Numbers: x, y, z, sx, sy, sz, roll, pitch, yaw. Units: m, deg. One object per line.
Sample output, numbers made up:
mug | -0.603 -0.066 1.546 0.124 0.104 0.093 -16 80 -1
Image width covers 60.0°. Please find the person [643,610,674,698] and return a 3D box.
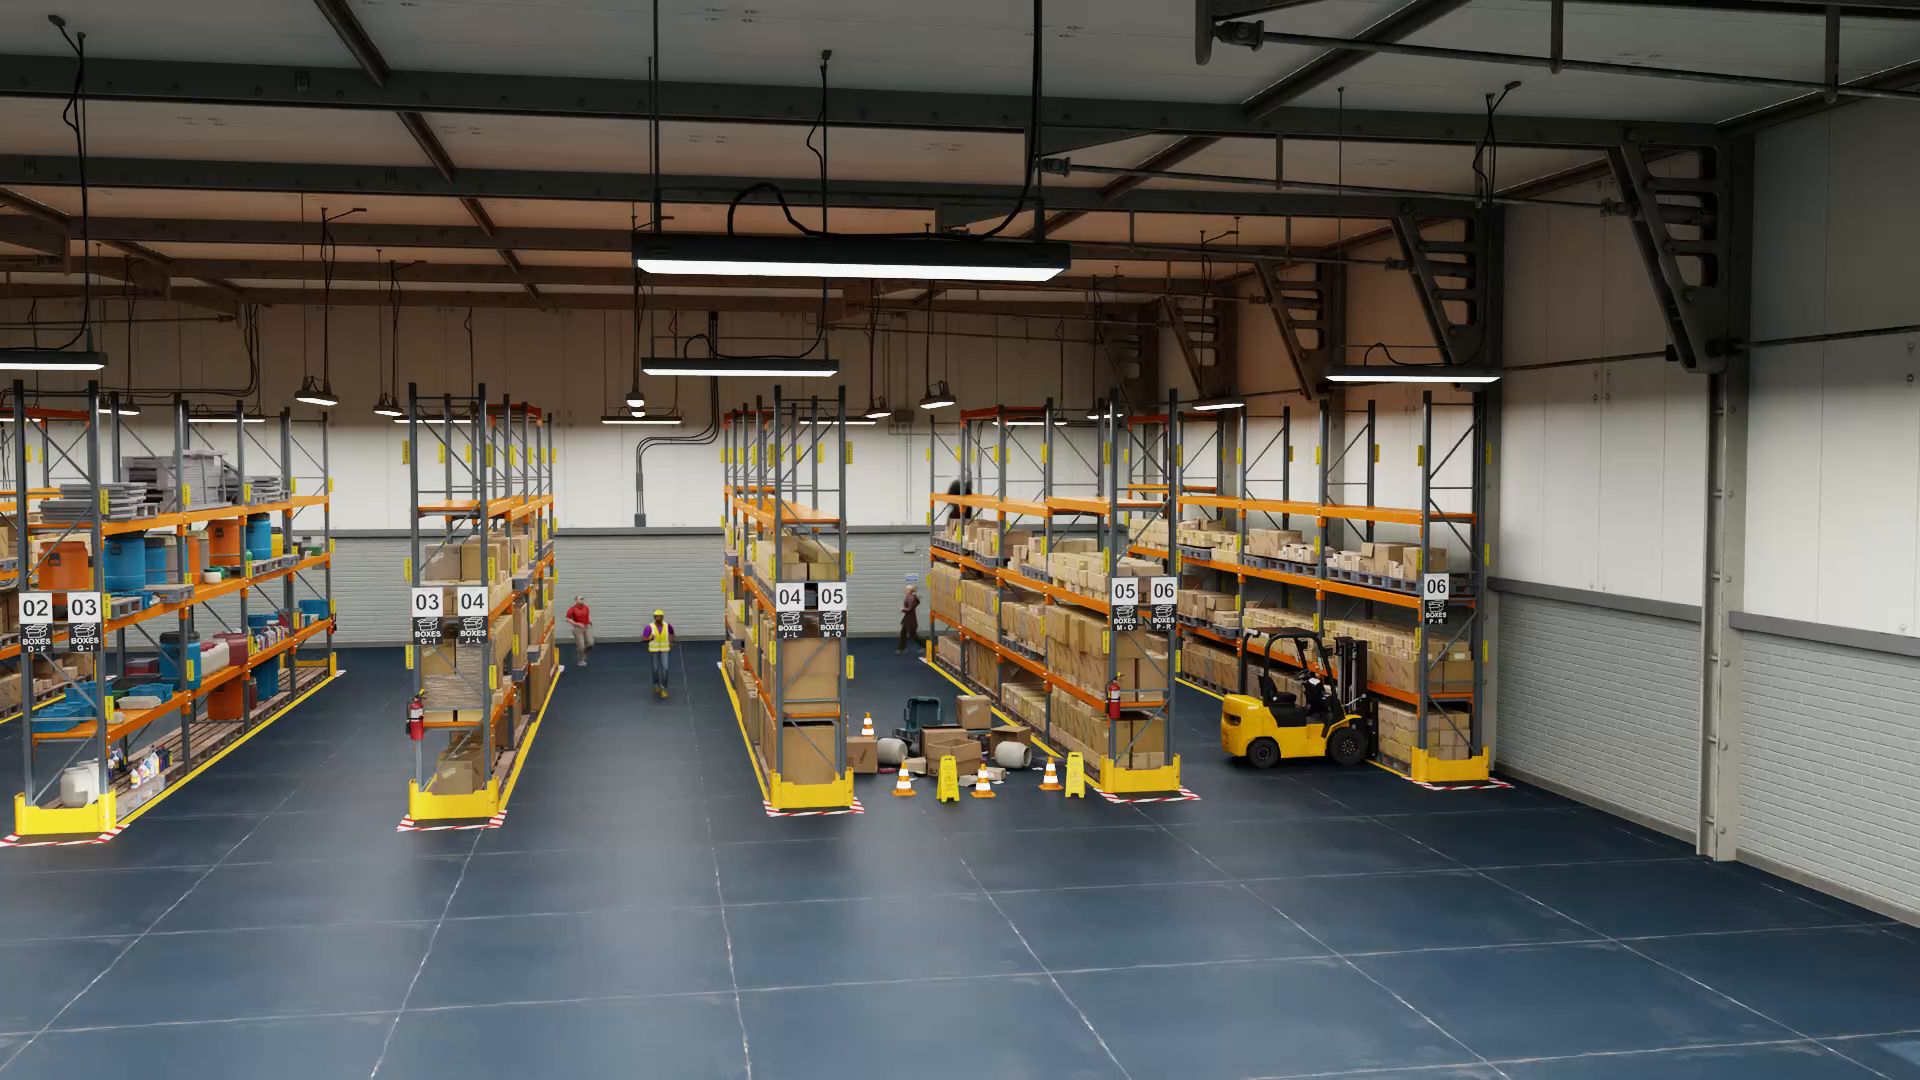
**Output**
person | -6.267 2.358 34.630 0.677 1.823 0.738 -1 3 -15

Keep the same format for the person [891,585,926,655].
person | -1.211 2.022 41.653 0.990 1.785 0.722 0 3 -6

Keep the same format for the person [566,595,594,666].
person | -9.024 2.158 39.591 0.507 1.681 0.688 3 4 41
